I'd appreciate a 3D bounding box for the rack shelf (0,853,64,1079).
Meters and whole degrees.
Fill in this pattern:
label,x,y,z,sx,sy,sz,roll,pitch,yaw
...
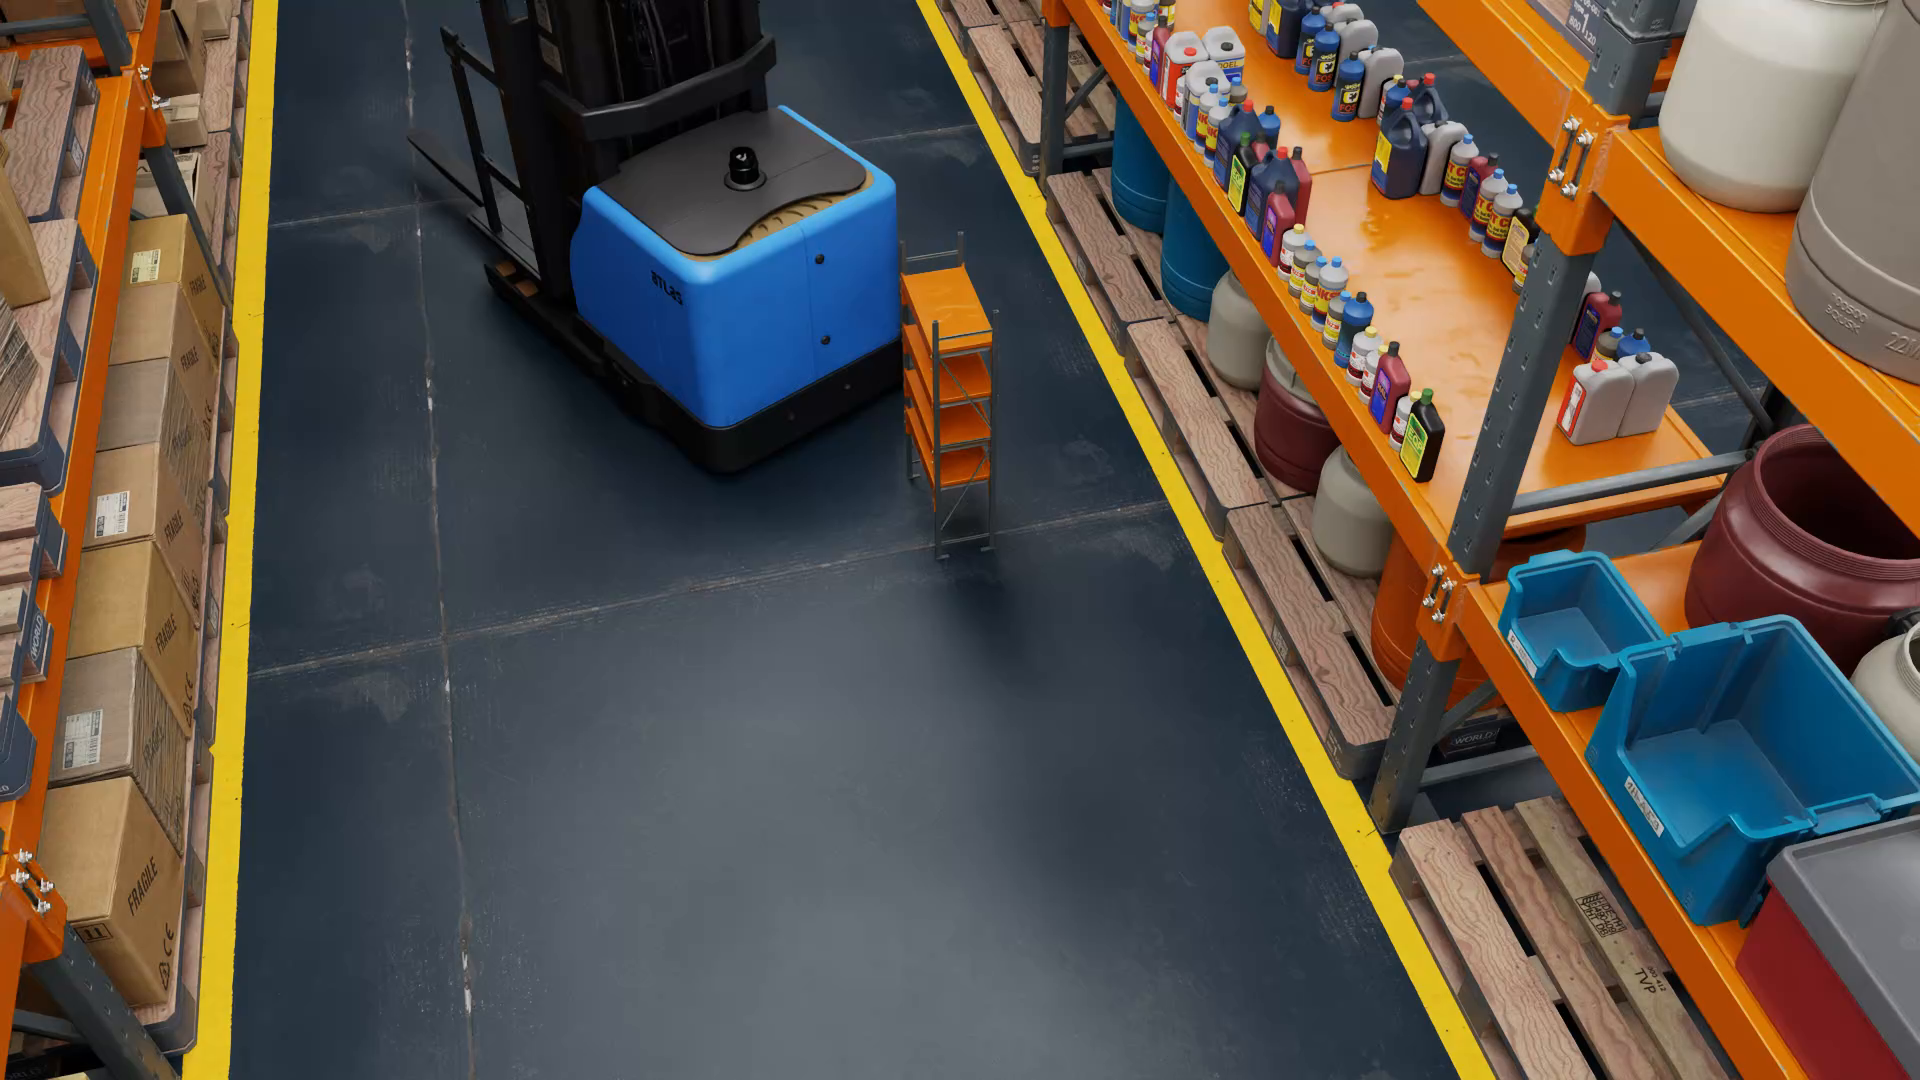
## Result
label,x,y,z,sx,sy,sz,roll,pitch,yaw
rack shelf,-2.354,2.377,2.824,1.077,0.370,4.000,-11,47,-10

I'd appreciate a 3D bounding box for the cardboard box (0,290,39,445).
label,x,y,z,sx,sy,sz,roll,pitch,yaw
cardboard box,-3.185,-0.518,4.794,0.700,0.500,0.500,-3,46,-3

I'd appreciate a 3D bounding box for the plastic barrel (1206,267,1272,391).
label,x,y,z,sx,sy,sz,roll,pitch,yaw
plastic barrel,1.262,-0.923,7.002,0.421,0.512,0.421,0,46,0

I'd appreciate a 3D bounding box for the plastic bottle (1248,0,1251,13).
label,x,y,z,sx,sy,sz,roll,pitch,yaw
plastic bottle,1.291,-2.350,7.092,0.097,0.201,0.097,0,46,0

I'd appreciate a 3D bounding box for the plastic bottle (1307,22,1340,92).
label,x,y,z,sx,sy,sz,roll,pitch,yaw
plastic bottle,1.454,-1.934,6.635,0.097,0.271,0.097,0,46,0

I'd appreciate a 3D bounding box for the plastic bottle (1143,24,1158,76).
label,x,y,z,sx,sy,sz,roll,pitch,yaw
plastic bottle,0.797,-1.990,6.739,0.097,0.201,0.097,0,46,0

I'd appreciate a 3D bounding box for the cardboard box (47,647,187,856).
label,x,y,z,sx,sy,sz,roll,pitch,yaw
cardboard box,-2.845,0.738,5.369,0.500,0.500,0.500,-12,47,-12

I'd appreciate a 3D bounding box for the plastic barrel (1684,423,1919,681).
label,x,y,z,sx,sy,sz,roll,pitch,yaw
plastic barrel,2.335,0.058,4.497,0.600,0.536,0.708,-11,47,-10

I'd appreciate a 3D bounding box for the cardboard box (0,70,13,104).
label,x,y,z,sx,sy,sz,roll,pitch,yaw
cardboard box,-3.984,-1.831,6.081,0.700,0.500,0.500,-26,51,-23

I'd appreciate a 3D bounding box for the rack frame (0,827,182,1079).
label,x,y,z,sx,sy,sz,roll,pitch,yaw
rack frame,-2.866,0.744,3.920,1.000,3.000,0.127,-11,47,-10

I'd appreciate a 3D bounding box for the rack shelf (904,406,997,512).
label,x,y,z,sx,sy,sz,roll,pitch,yaw
rack shelf,-0.042,-0.348,6.623,0.258,0.148,0.480,-11,47,-10

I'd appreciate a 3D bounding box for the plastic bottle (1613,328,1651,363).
label,x,y,z,sx,sy,sz,roll,pitch,yaw
plastic bottle,2.122,-0.557,5.286,0.097,0.271,0.097,0,46,0

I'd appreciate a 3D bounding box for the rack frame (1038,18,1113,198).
label,x,y,z,sx,sy,sz,roll,pitch,yaw
rack frame,0.900,-2.921,7.512,1.000,3.000,0.127,-11,47,-10

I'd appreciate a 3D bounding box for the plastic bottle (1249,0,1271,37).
label,x,y,z,sx,sy,sz,roll,pitch,yaw
plastic bottle,1.312,-2.302,6.940,0.144,0.351,0.185,-11,47,-10

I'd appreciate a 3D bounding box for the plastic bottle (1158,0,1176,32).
label,x,y,z,sx,sy,sz,roll,pitch,yaw
plastic bottle,0.859,-2.245,6.989,0.097,0.201,0.097,0,46,0

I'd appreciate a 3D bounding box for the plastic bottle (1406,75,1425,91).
label,x,y,z,sx,sy,sz,roll,pitch,yaw
plastic bottle,1.733,-1.662,6.360,0.061,0.283,0.133,-11,47,-10

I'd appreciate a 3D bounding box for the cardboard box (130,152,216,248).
label,x,y,z,sx,sy,sz,roll,pitch,yaw
cardboard box,-3.788,-1.560,7.753,0.500,0.311,0.500,-11,47,-10

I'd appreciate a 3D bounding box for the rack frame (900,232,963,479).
label,x,y,z,sx,sy,sz,roll,pitch,yaw
rack frame,-0.105,-0.703,6.599,0.240,1.200,0.015,-11,47,-10

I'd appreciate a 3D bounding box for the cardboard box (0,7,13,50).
label,x,y,z,sx,sy,sz,roll,pitch,yaw
cardboard box,-4.266,-2.351,6.883,0.500,0.500,0.500,-10,46,-10

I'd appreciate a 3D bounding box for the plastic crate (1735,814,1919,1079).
label,x,y,z,sx,sy,sz,roll,pitch,yaw
plastic crate,2.042,0.990,3.634,0.402,0.464,0.583,-11,47,-10

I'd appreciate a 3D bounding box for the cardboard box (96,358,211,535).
label,x,y,z,sx,sy,sz,roll,pitch,yaw
cardboard box,-3.240,-0.319,6.405,0.500,0.500,0.500,-10,46,-10

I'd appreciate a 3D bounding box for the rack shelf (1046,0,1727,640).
label,x,y,z,sx,sy,sz,roll,pitch,yaw
rack shelf,1.412,-1.288,6.416,1.077,0.370,4.000,-11,47,-10

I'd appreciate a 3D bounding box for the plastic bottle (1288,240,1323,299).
label,x,y,z,sx,sy,sz,roll,pitch,yaw
plastic bottle,1.187,-0.936,5.706,0.097,0.201,0.097,0,46,0

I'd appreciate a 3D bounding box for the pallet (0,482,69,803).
label,x,y,z,sx,sy,sz,roll,pitch,yaw
pallet,-3.107,0.356,4.435,1.213,0.211,1.003,-11,47,-10

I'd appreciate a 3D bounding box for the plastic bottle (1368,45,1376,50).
label,x,y,z,sx,sy,sz,roll,pitch,yaw
plastic bottle,1.626,-1.870,6.621,0.097,0.201,0.097,0,46,0

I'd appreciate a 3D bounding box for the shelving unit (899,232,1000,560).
label,x,y,z,sx,sy,sz,roll,pitch,yaw
shelving unit,-0.042,-0.534,6.433,0.258,1.200,0.503,-11,47,-10

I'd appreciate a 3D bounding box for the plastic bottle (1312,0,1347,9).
label,x,y,z,sx,sy,sz,roll,pitch,yaw
plastic bottle,1.499,-2.201,6.841,0.144,0.351,0.185,-11,47,-10

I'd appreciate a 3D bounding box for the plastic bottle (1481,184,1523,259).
label,x,y,z,sx,sy,sz,roll,pitch,yaw
plastic bottle,1.911,-1.128,5.845,0.097,0.271,0.097,0,46,0

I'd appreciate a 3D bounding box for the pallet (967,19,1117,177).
label,x,y,z,sx,sy,sz,roll,pitch,yaw
pallet,0.674,-2.445,8.998,1.003,0.211,1.213,-11,47,-10

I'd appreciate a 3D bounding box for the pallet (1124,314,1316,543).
label,x,y,z,sx,sy,sz,roll,pitch,yaw
pallet,1.373,-0.560,7.151,1.003,0.211,1.213,-11,47,-10

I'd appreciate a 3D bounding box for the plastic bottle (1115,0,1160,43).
label,x,y,z,sx,sy,sz,roll,pitch,yaw
plastic bottle,0.744,-2.235,6.927,0.152,0.276,0.135,-11,47,-10

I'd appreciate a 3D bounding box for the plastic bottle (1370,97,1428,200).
label,x,y,z,sx,sy,sz,roll,pitch,yaw
plastic bottle,1.621,-1.447,6.103,0.144,0.351,0.185,-11,47,-10

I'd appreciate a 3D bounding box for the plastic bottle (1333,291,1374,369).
label,x,y,z,sx,sy,sz,roll,pitch,yaw
plastic bottle,1.287,-0.692,5.418,0.097,0.271,0.097,0,46,0

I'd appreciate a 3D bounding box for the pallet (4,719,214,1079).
label,x,y,z,sx,sy,sz,roll,pitch,yaw
pallet,-3.020,1.198,5.428,1.003,0.211,1.213,-11,47,-10

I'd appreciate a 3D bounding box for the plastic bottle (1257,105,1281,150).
label,x,y,z,sx,sy,sz,roll,pitch,yaw
plastic bottle,1.139,-1.494,6.204,0.097,0.271,0.097,0,46,0

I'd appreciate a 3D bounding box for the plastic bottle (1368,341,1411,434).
label,x,y,z,sx,sy,sz,roll,pitch,yaw
plastic bottle,1.349,-0.479,5.201,0.061,0.283,0.133,-11,47,-10

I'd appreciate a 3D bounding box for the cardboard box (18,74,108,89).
label,x,y,z,sx,sy,sz,roll,pitch,yaw
cardboard box,-4.502,-2.090,8.272,0.500,0.311,0.500,-11,47,-10

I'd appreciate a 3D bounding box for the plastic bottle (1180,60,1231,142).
label,x,y,z,sx,sy,sz,roll,pitch,yaw
plastic bottle,0.946,-1.688,6.391,0.152,0.276,0.135,-11,47,-10

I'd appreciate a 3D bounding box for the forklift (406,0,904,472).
label,x,y,z,sx,sy,sz,roll,pitch,yaw
forklift,-1.584,-2.287,6.939,1.130,2.935,3.031,-32,53,-27

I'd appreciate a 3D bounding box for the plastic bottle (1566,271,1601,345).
label,x,y,z,sx,sy,sz,roll,pitch,yaw
plastic bottle,2.007,-0.793,5.514,0.152,0.276,0.135,-11,47,-10

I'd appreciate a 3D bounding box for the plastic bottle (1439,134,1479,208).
label,x,y,z,sx,sy,sz,roll,pitch,yaw
plastic bottle,1.827,-1.354,6.067,0.097,0.271,0.097,0,46,0

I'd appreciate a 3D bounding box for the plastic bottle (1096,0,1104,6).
label,x,y,z,sx,sy,sz,roll,pitch,yaw
plastic bottle,0.615,-2.456,7.139,0.061,0.283,0.133,-11,47,-10

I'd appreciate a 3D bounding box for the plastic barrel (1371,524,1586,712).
label,x,y,z,sx,sy,sz,roll,pitch,yaw
plastic barrel,1.782,0.119,5.759,0.600,0.830,0.708,-11,47,-10

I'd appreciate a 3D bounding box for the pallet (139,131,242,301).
label,x,y,z,sx,sy,sz,roll,pitch,yaw
pallet,-4.064,-1.516,8.088,1.003,0.211,1.213,-11,47,-10

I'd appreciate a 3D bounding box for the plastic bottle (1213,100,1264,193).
label,x,y,z,sx,sy,sz,roll,pitch,yaw
plastic bottle,1.033,-1.469,6.124,0.144,0.351,0.185,-11,47,-10
